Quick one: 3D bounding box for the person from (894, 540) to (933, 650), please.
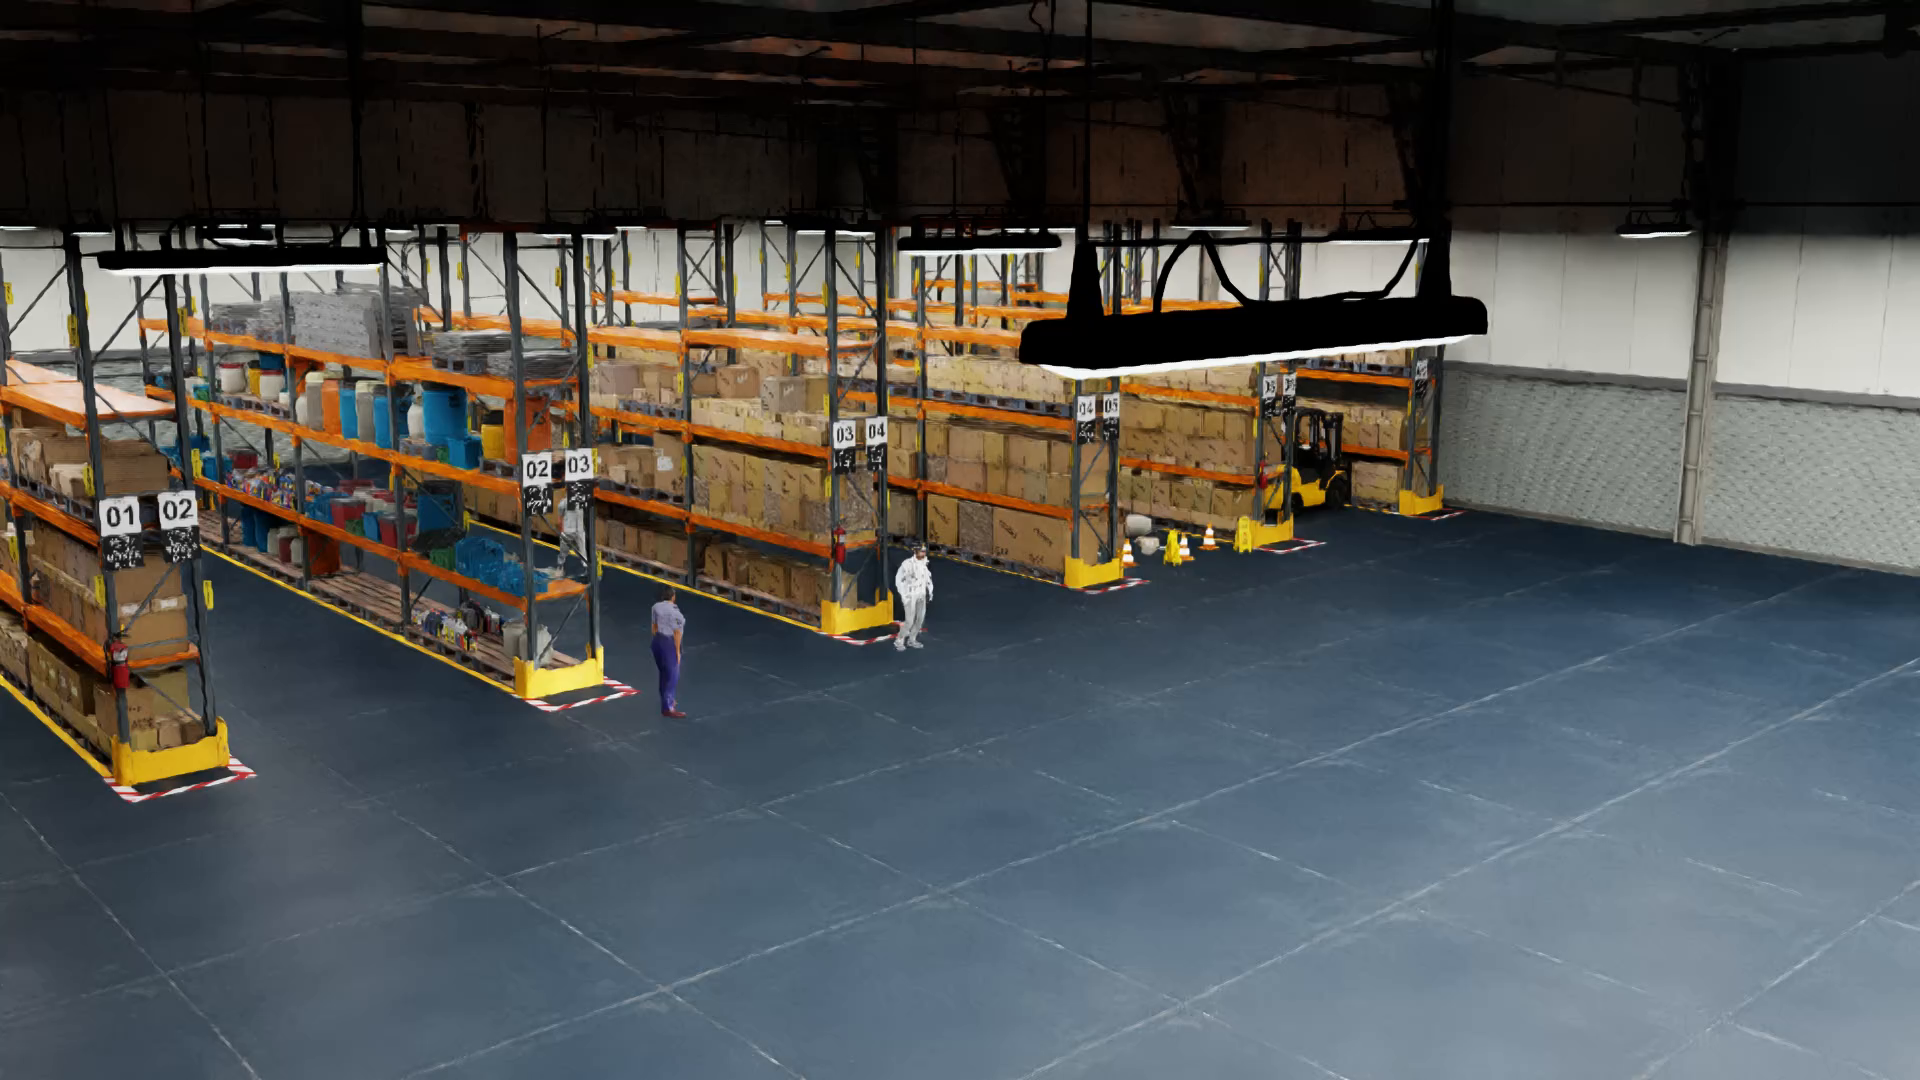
[{"bbox_3d":[-0.665,0.777,23.939,0.639,1.632,0.511,-10,15,-41],"label":"person"}]

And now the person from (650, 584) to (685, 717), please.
[{"bbox_3d":[-3.665,1.361,20.948,0.670,1.643,0.488,10,15,40],"label":"person"}]

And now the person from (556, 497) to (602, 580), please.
[{"bbox_3d":[-6.564,-0.163,28.283,0.553,1.709,1.122,-9,15,-38],"label":"person"}]
